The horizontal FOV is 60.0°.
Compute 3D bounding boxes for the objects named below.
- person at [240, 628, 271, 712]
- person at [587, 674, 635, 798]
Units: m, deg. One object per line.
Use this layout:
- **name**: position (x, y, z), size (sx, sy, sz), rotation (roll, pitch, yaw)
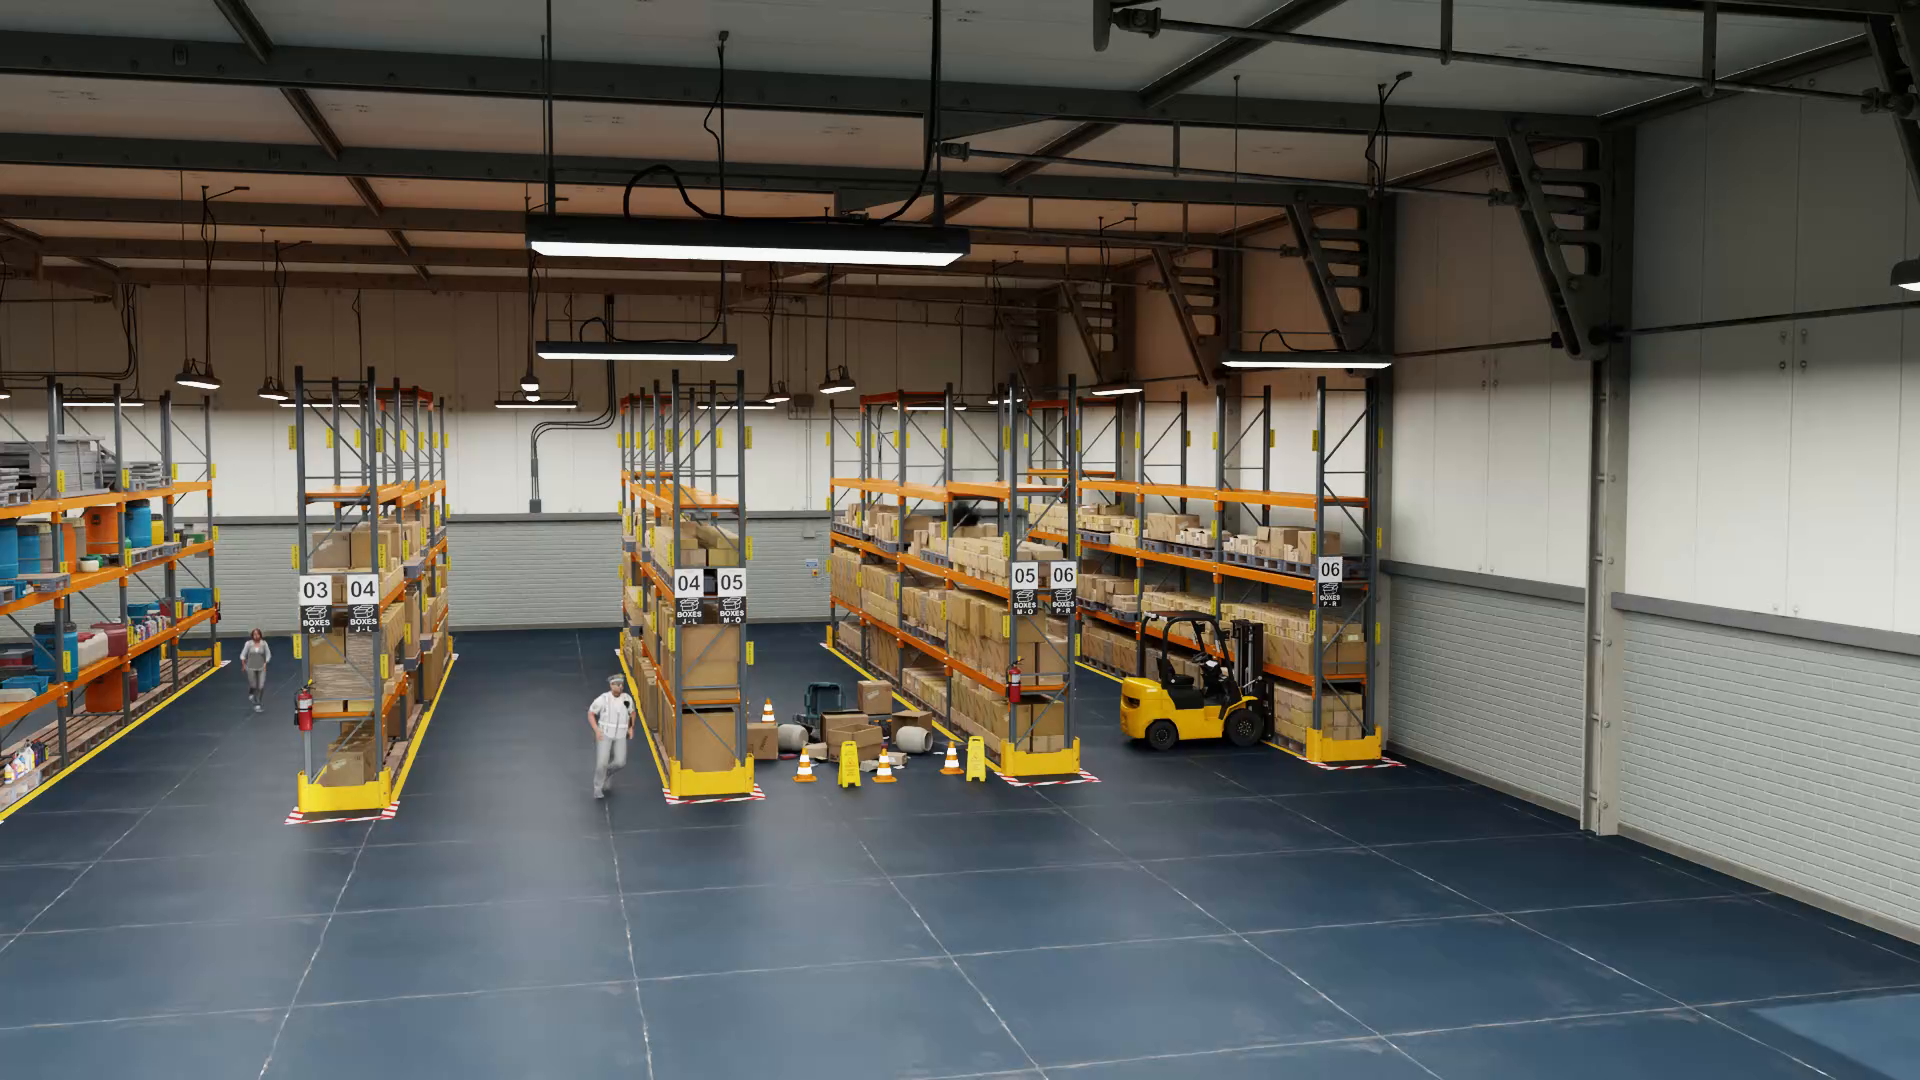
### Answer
- **person**: position (-13.014, 2.403, 30.751), size (0.522, 1.553, 0.577), rotation (-2, 4, -28)
- **person**: position (-4.893, 2.750, 23.499), size (0.716, 1.723, 0.543), rotation (-2, 4, -28)
